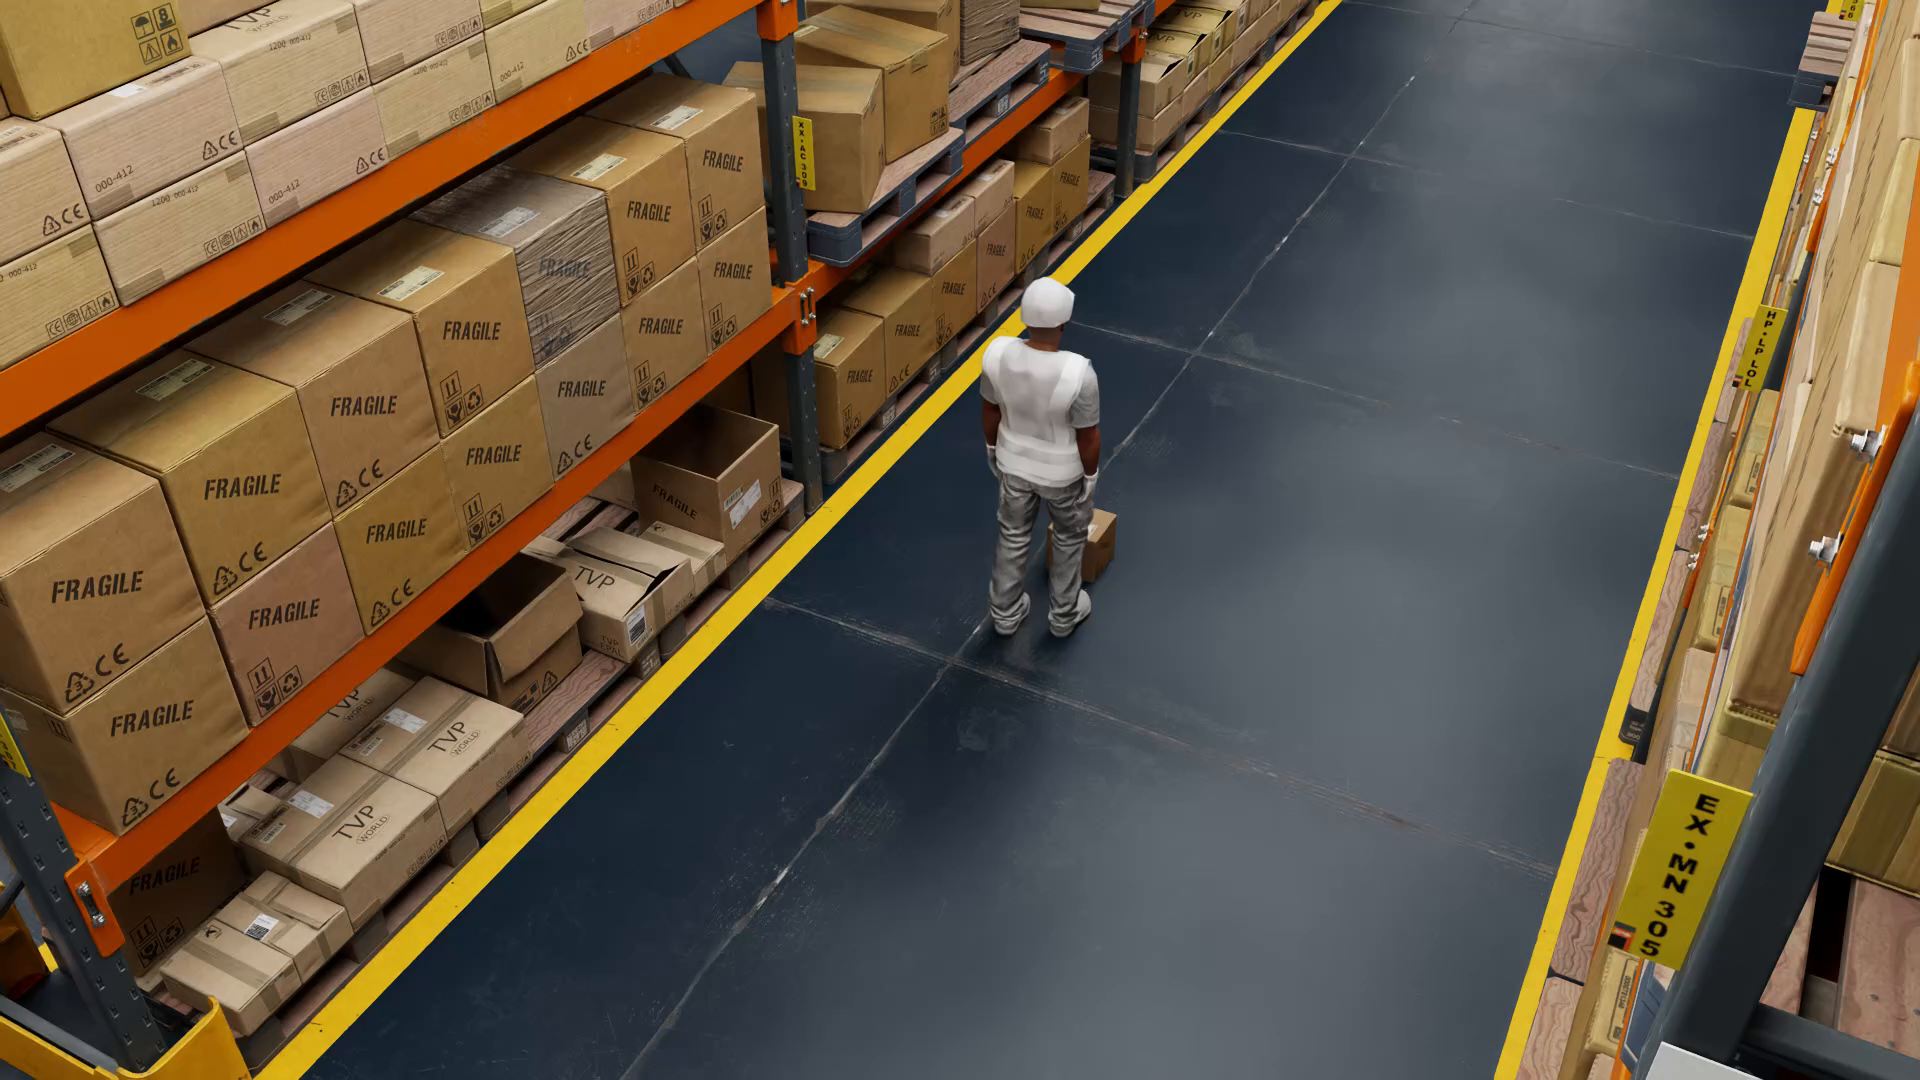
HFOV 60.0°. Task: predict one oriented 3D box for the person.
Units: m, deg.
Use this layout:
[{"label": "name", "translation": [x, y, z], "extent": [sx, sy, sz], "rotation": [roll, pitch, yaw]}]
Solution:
[{"label": "person", "translation": [0.365, -0.346, 7.188], "extent": [0.545, 1.789, 0.424], "rotation": [19, 41, 23]}]
